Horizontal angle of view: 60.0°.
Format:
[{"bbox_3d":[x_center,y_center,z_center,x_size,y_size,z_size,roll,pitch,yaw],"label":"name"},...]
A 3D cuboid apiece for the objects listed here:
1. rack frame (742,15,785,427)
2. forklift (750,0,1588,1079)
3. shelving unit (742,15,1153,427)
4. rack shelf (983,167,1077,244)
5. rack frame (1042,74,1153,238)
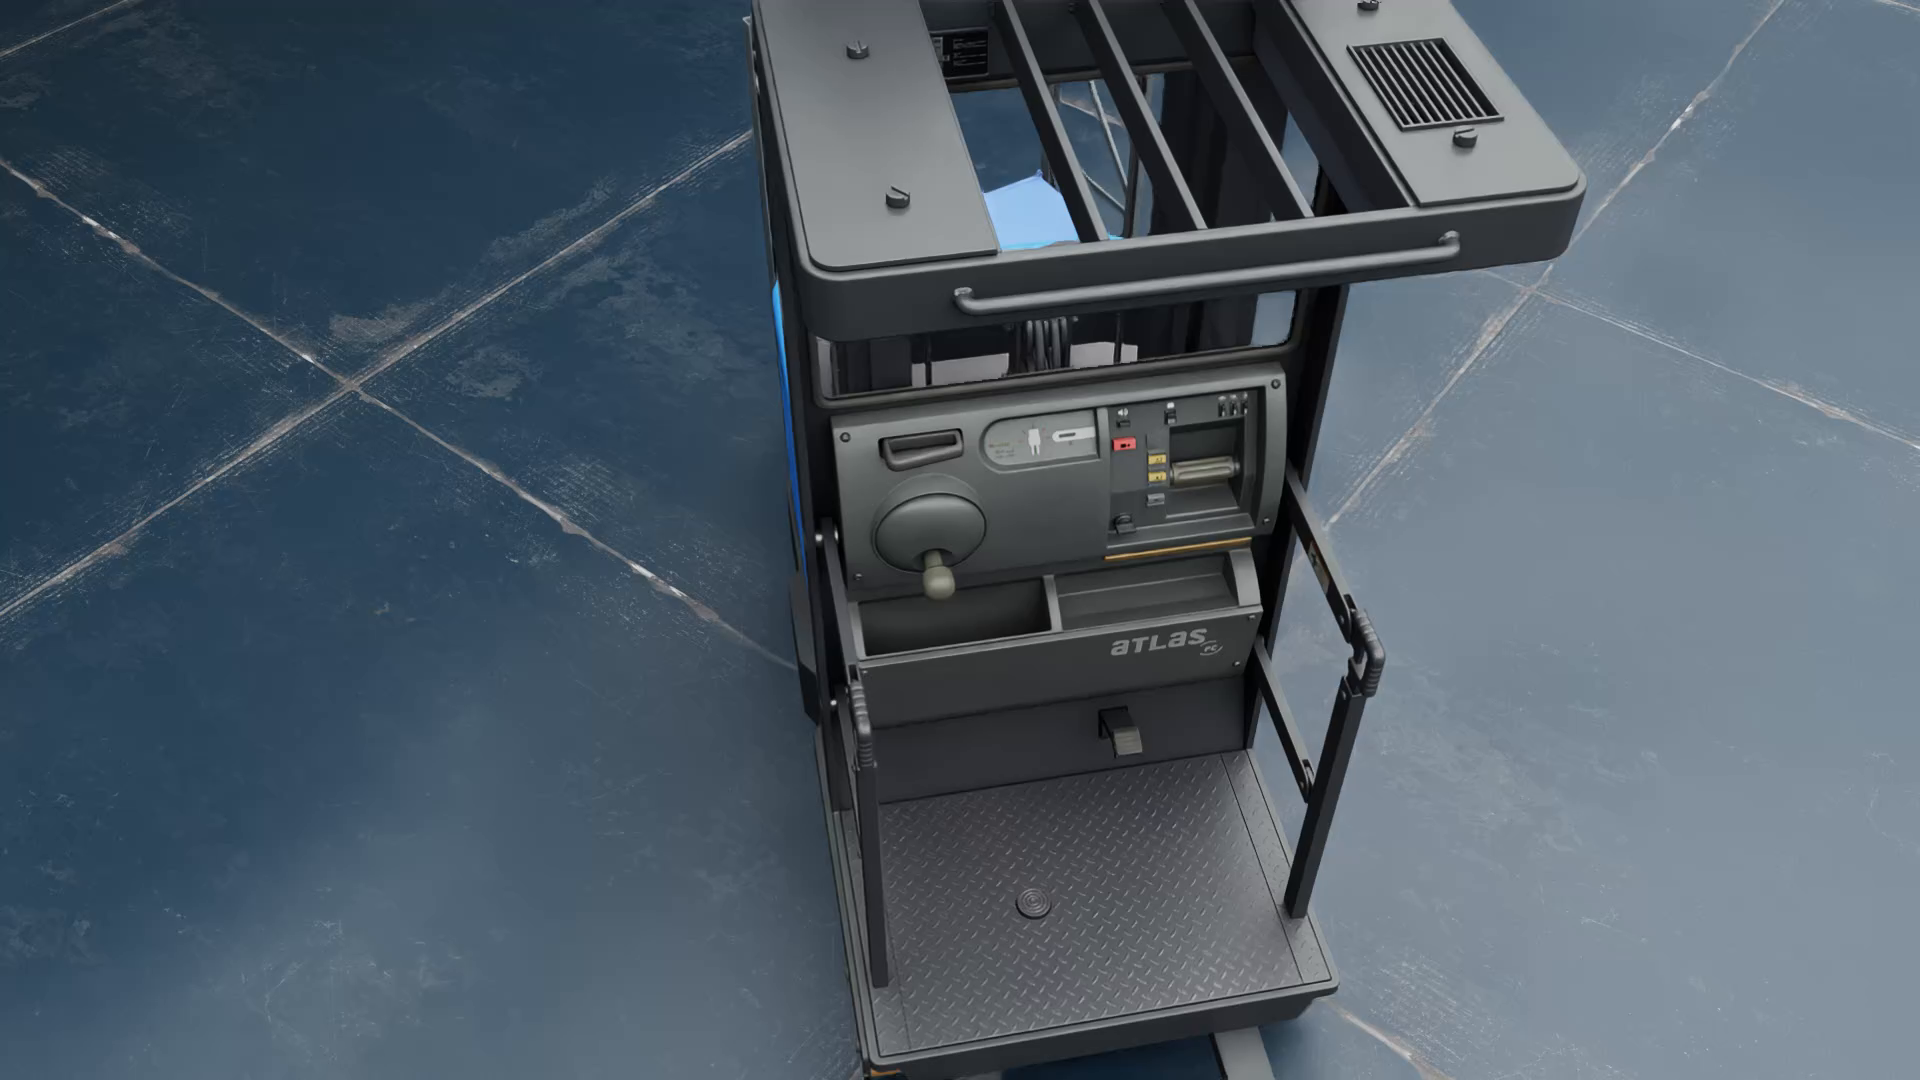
[{"bbox_3d":[-0.451,-0.757,4.936,0.032,1.500,0.500,-24,51,-21],"label":"rack frame"},{"bbox_3d":[0.253,-0.019,3.241,1.130,2.935,3.031,-8,47,-7],"label":"forklift"},{"bbox_3d":[-0.018,-0.950,5.120,1.048,1.500,0.538,-24,51,-21],"label":"shelving unit"},{"bbox_3d":[-0.018,-0.826,5.250,1.000,0.185,0.538,-24,51,-21],"label":"rack shelf"},{"bbox_3d":[0.414,-1.143,5.304,0.032,1.500,0.500,-24,51,-21],"label":"rack frame"}]
